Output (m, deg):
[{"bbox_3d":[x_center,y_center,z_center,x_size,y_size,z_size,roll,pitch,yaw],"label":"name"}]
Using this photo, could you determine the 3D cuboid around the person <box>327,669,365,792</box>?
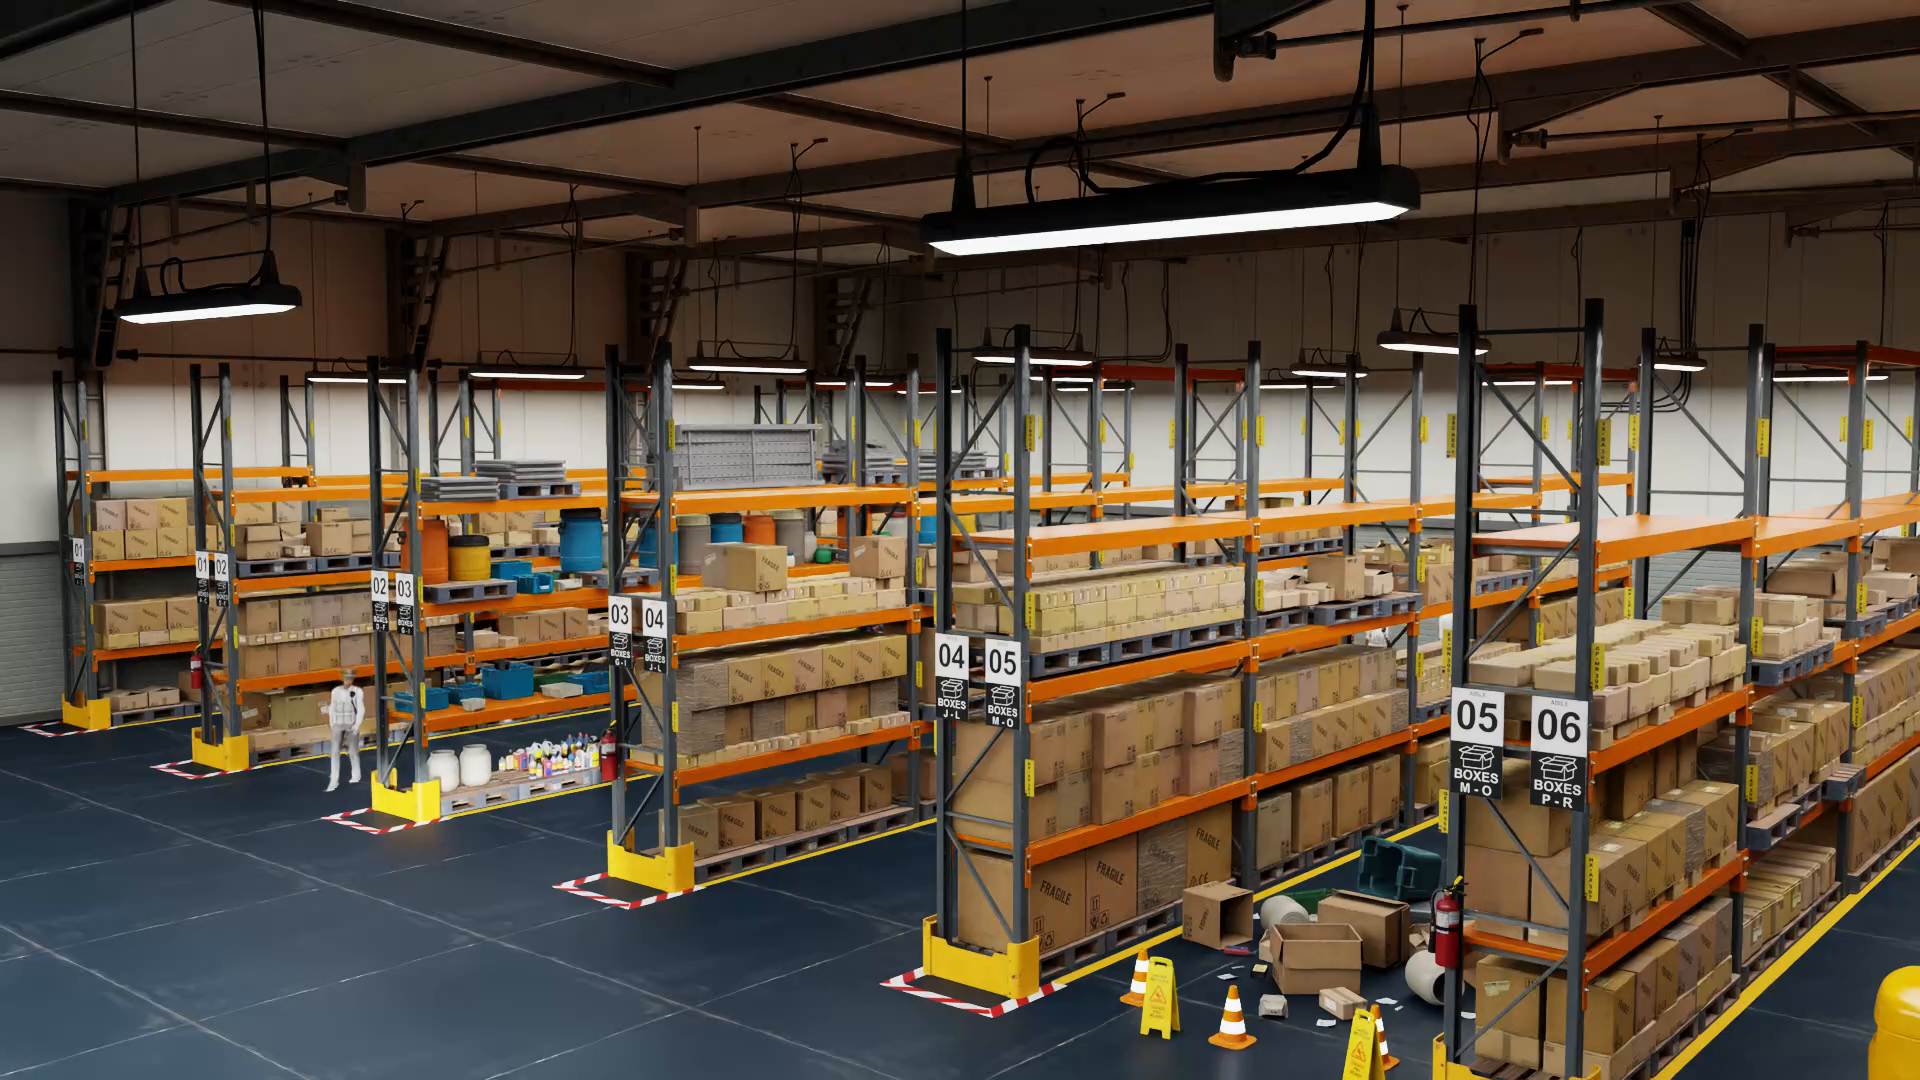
[{"bbox_3d":[-8.688,2.667,23.492,0.516,1.667,0.753,-1,4,-9],"label":"person"}]

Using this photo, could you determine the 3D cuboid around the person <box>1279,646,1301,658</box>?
[{"bbox_3d":[5.219,2.398,26.362,0.959,1.671,0.569,-4,6,-42],"label":"person"}]

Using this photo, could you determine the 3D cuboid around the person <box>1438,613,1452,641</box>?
[{"bbox_3d":[9.588,1.938,32.575,0.566,1.705,1.079,3,5,31],"label":"person"}]

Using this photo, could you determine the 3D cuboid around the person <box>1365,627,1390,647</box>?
[{"bbox_3d":[7.900,2.110,31.453,0.434,1.559,0.950,0,4,-5],"label":"person"}]
